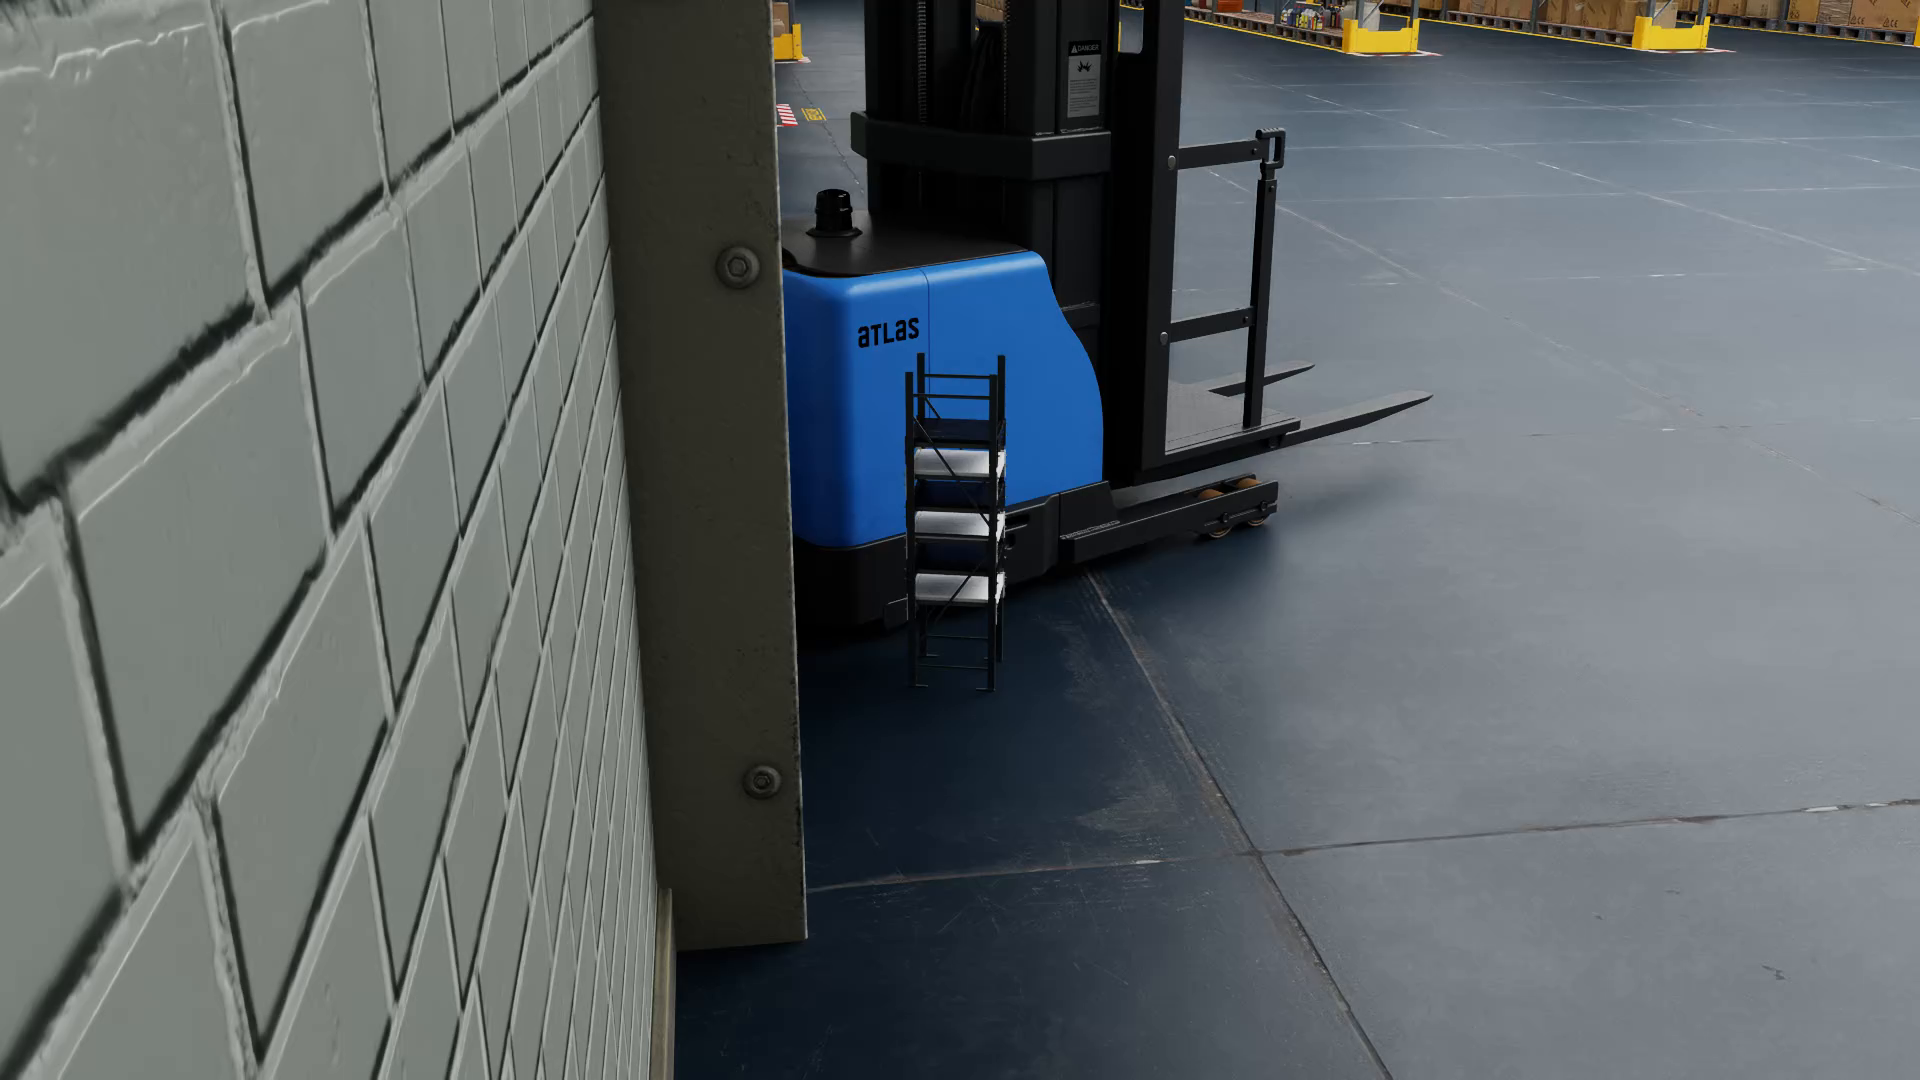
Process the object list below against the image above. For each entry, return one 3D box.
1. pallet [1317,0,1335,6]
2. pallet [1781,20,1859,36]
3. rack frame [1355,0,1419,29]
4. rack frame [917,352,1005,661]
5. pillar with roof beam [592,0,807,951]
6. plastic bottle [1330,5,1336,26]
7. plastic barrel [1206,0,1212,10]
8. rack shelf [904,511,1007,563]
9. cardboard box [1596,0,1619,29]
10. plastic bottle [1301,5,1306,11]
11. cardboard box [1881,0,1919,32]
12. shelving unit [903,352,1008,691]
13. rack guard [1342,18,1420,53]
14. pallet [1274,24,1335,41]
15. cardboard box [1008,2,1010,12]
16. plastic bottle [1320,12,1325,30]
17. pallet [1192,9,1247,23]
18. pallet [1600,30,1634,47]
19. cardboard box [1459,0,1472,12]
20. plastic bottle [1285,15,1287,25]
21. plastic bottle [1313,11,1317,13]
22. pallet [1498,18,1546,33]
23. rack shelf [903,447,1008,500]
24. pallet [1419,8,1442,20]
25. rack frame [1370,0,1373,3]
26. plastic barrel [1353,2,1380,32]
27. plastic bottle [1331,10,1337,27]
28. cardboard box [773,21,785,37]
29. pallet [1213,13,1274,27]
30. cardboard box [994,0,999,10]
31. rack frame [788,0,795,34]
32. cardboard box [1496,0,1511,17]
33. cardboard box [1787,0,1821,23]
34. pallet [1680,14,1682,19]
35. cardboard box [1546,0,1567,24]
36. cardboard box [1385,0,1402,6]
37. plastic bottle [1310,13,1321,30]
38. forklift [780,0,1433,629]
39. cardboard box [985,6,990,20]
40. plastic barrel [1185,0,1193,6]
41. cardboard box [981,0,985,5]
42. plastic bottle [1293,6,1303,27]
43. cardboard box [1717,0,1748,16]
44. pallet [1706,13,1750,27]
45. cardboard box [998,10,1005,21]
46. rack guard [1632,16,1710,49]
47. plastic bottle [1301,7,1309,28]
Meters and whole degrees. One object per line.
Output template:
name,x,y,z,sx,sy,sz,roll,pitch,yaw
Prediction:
pallet,9.588,-13.450,41.427,1.003,0.211,1.213,-3,21,-8
pallet,16.080,-9.517,30.894,1.003,0.211,1.213,-3,21,-8
rack frame,6.800,-9.240,26.169,1.000,3.000,0.127,-3,21,-8
rack frame,0.003,-0.080,4.644,0.240,0.900,0.006,3,21,7
pillar with roof beam,3.760,-3.657,2.647,9.100,9.000,0.400,-3,21,-8
plastic bottle,6.629,-9.315,29.528,0.144,0.351,0.185,-4,21,-10
plastic barrel,5.390,-11.401,34.909,0.421,0.512,0.421,0,20,0
rack shelf,-0.010,-0.014,4.561,0.258,0.077,0.200,3,21,7
cardboard box,11.437,-9.156,28.915,0.500,0.500,0.500,-1,21,-3
plastic bottle,6.072,-9.297,29.479,0.144,0.351,0.185,-3,21,-8
cardboard box,16.461,-9.138,28.332,0.875,0.875,0.875,-3,21,-7
shelving unit,-0.010,-0.045,4.550,0.258,0.900,0.210,3,21,7
rack guard,6.743,-8.093,26.670,1.175,0.500,0.348,-3,21,-8
pallet,6.279,-9.084,29.737,1.003,0.211,1.213,-3,21,-8
cardboard box,1.079,-9.460,29.016,0.500,0.500,0.500,-3,21,-8
plastic bottle,6.198,-8.882,28.463,0.061,0.283,0.133,-3,21,-8
pallet,5.492,-10.975,34.798,1.003,0.211,1.213,-3,21,-8
pallet,11.609,-8.493,28.154,1.003,0.211,1.213,-3,21,-8
cardboard box,10.665,-11.064,33.996,0.700,0.500,0.500,-4,21,-11
plastic bottle,5.865,-9.317,29.746,0.097,0.201,0.097,0,20,0
plastic bottle,6.161,-9.059,28.947,0.152,0.276,0.135,-3,21,-8
pallet,11.011,-9.838,31.755,1.003,0.211,1.213,-3,21,-8
rack shelf,-0.010,-0.182,4.499,0.258,0.077,0.200,3,21,7
pallet,10.509,-11.230,35.483,1.003,0.211,1.213,-3,21,-8
rack frame,9.972,-13.645,37.962,1.000,3.000,0.127,-3,21,-8
plastic barrel,6.630,-8.495,27.131,0.421,0.512,0.421,0,20,0
plastic bottle,6.578,-9.158,29.202,0.061,0.283,0.133,-3,21,-8
cardboard box,-3.014,-7.931,25.878,0.500,0.311,0.500,-5,21,-14
pallet,5.720,-10.434,33.350,1.003,0.211,1.213,-3,21,-8
cardboard box,0.898,-9.854,30.339,0.500,0.311,0.500,-2,21,-6
rack frame,-3.003,-8.741,24.831,1.000,3.000,0.127,-3,21,-8
cardboard box,10.927,-10.483,32.442,0.700,0.500,0.500,-5,21,-12
cardboard box,16.069,-10.070,30.828,0.875,0.875,0.875,-3,21,-7
pallet,15.360,-11.439,36.042,1.003,0.211,1.213,-3,21,-8
cardboard box,11.143,-9.760,30.534,0.500,0.500,0.500,-4,21,-9
cardboard box,10.214,-12.316,36.841,1.225,0.875,0.875,-4,21,-10
plastic bottle,6.093,-8.873,28.449,0.152,0.276,0.135,-3,21,-7
forklift,0.495,-1.509,5.568,3.031,2.935,1.130,-15,25,-35
cardboard box,0.758,-9.943,31.380,0.500,0.250,0.500,-2,21,-7
plastic barrel,5.234,-12.174,36.424,0.600,0.901,0.708,-3,21,-8
cardboard box,0.685,-10.379,31.745,0.500,0.311,0.500,-3,21,-9
plastic bottle,5.957,-9.225,29.284,0.144,0.351,0.185,-4,21,-10
cardboard box,15.734,-10.778,32.900,1.050,0.750,0.750,-3,21,-8
pallet,15.683,-10.470,33.448,1.003,0.211,1.213,-3,21,-8
cardboard box,0.975,-9.414,29.964,0.500,0.250,0.500,-3,21,-8
rack guard,11.691,-8.345,27.346,1.175,0.500,0.348,-3,21,-8
plastic bottle,6.018,-9.077,28.890,0.144,0.351,0.185,-3,21,-8
